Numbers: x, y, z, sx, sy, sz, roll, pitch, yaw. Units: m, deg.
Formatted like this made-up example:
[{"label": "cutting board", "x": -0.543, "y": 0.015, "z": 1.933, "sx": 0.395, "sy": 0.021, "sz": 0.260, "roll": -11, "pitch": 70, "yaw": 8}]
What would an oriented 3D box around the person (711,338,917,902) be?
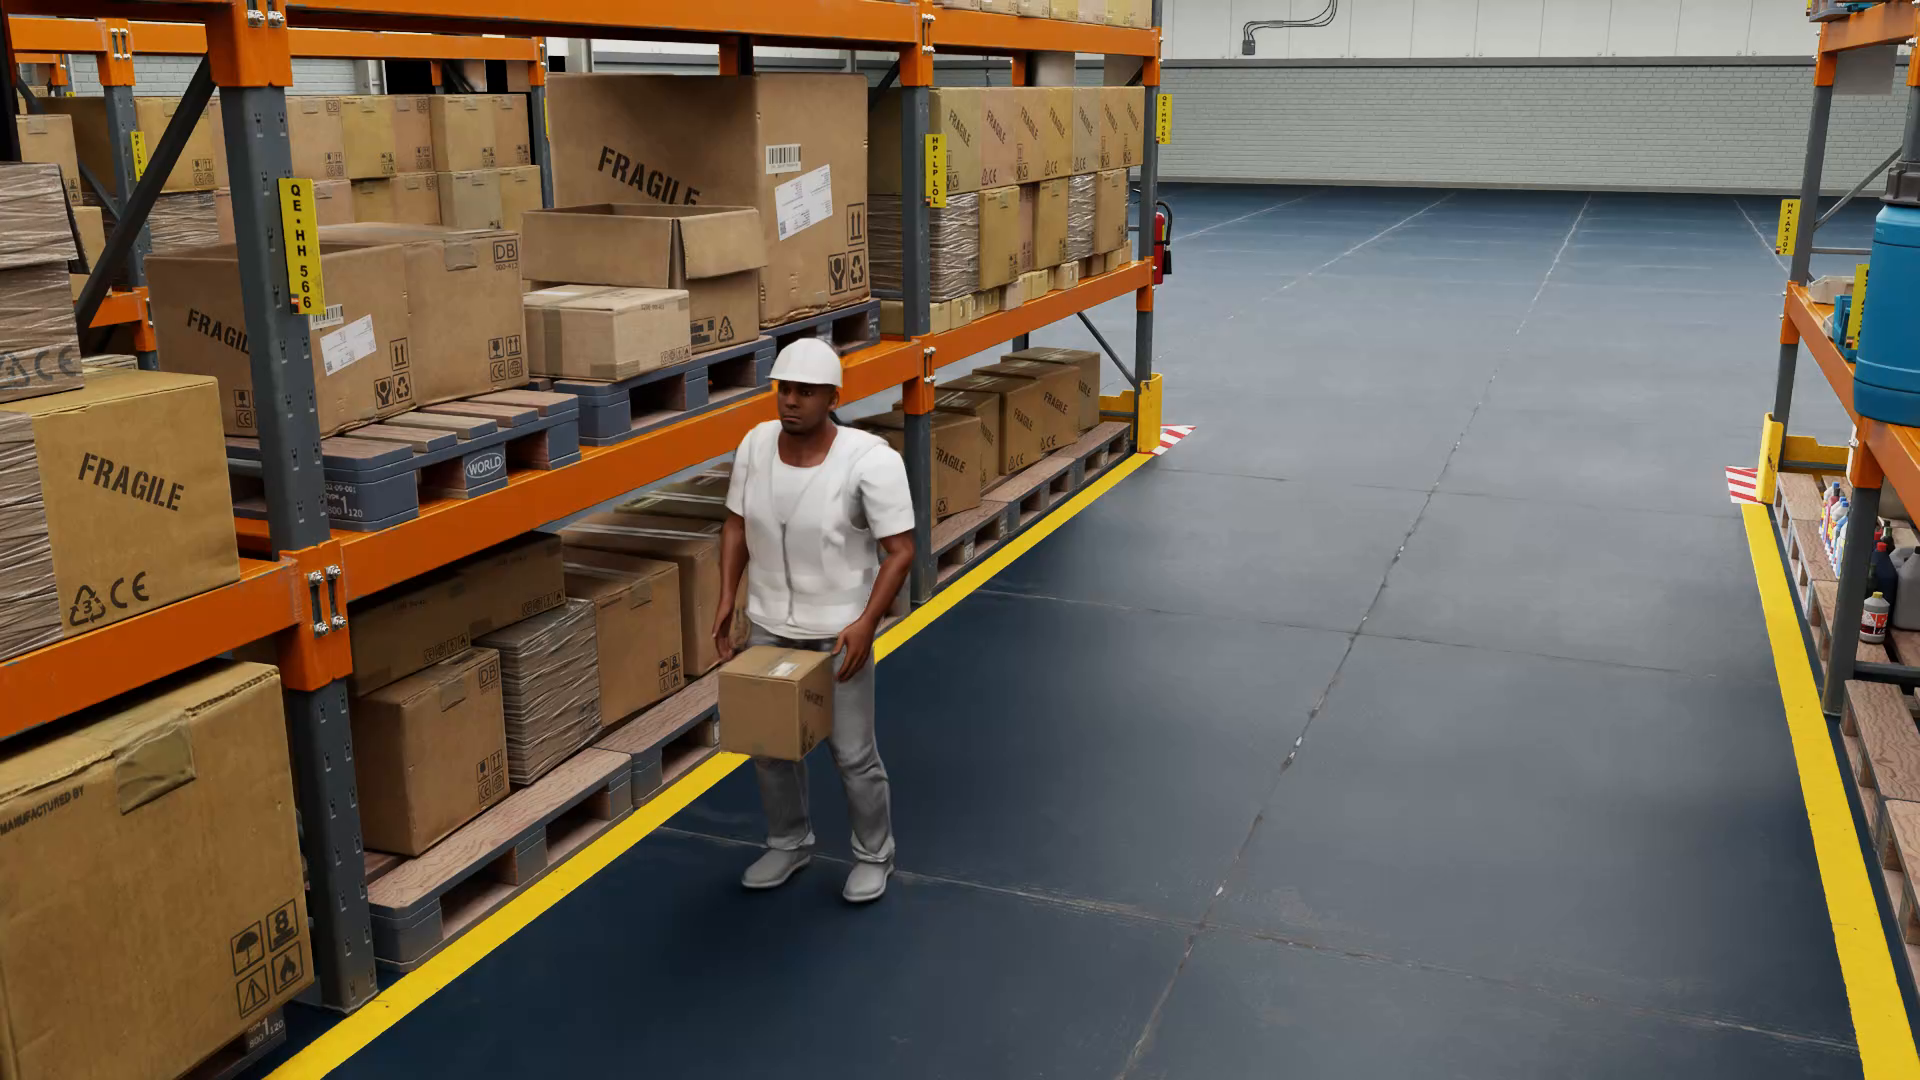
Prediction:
[{"label": "person", "x": -0.445, "y": 0.256, "z": 5.061, "sx": 0.636, "sy": 1.756, "sz": 0.434, "roll": 6, "pitch": 16, "yaw": 21}]
